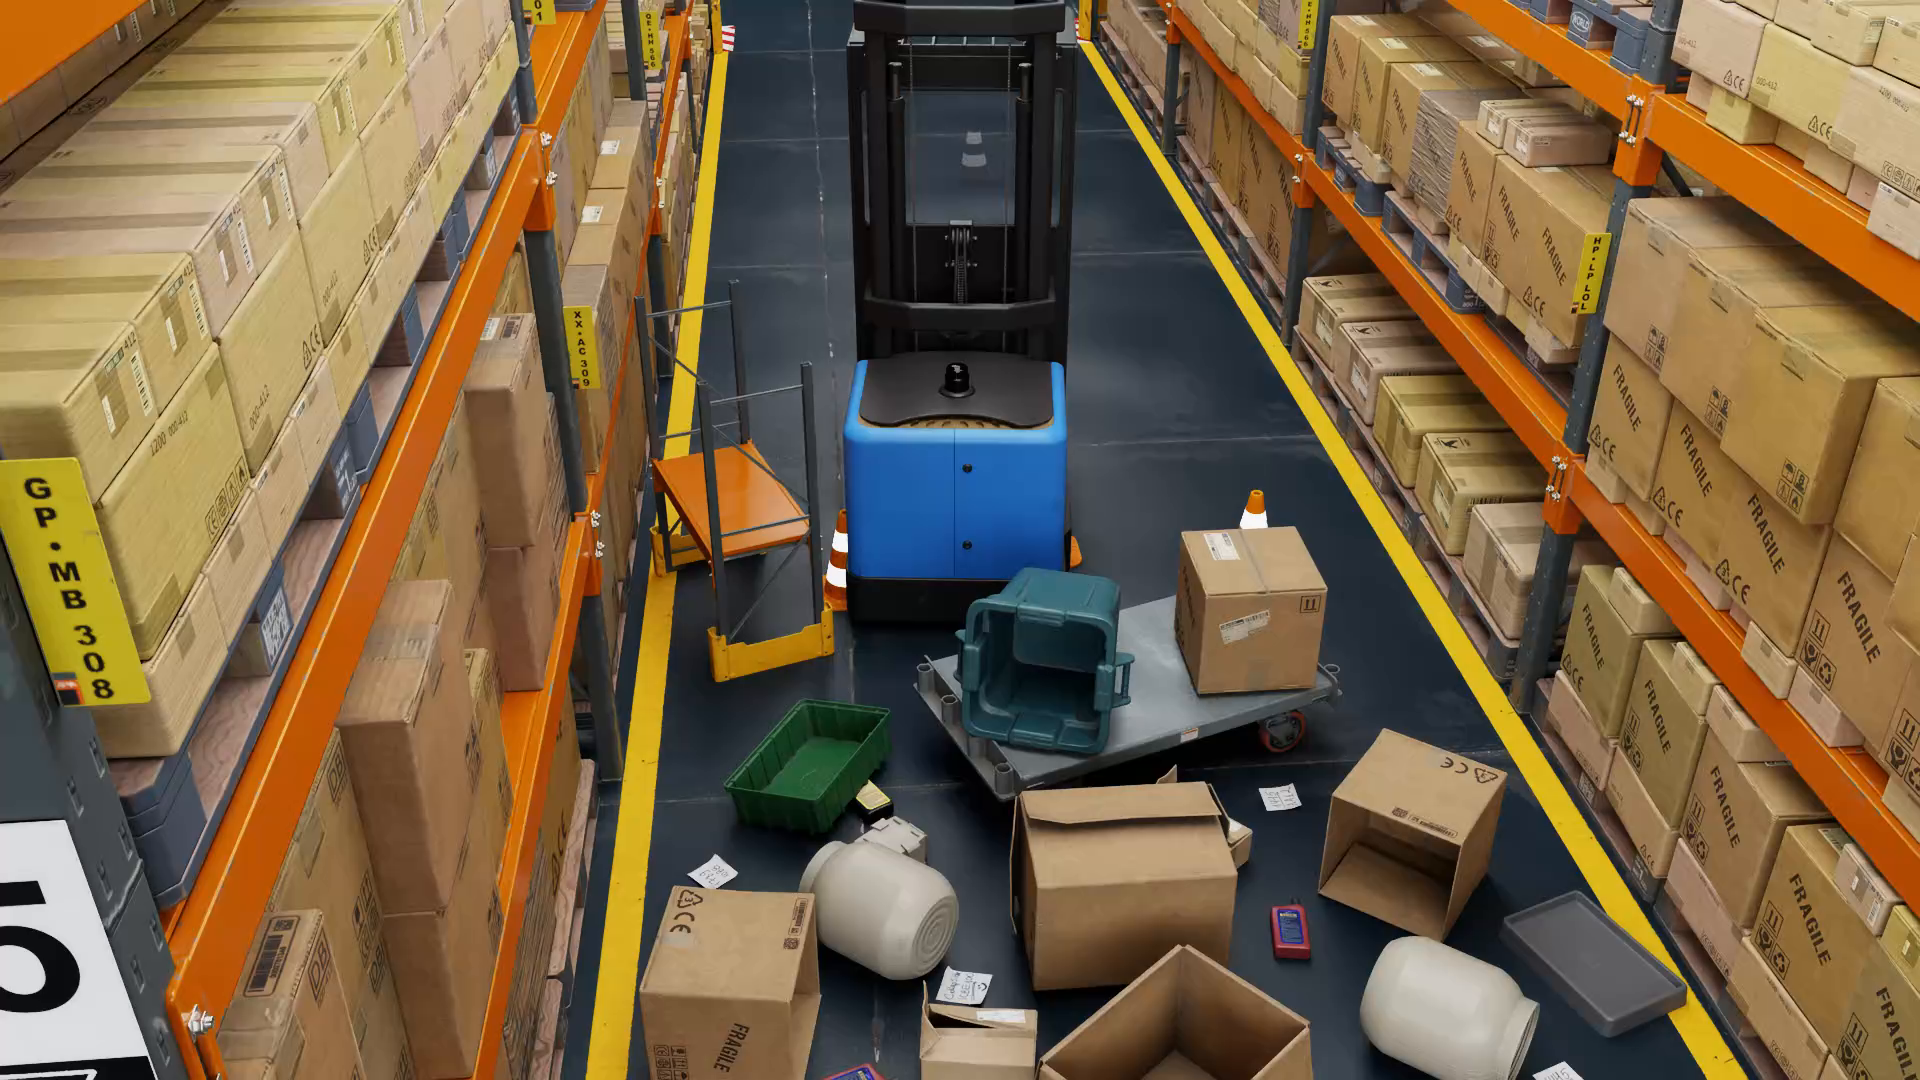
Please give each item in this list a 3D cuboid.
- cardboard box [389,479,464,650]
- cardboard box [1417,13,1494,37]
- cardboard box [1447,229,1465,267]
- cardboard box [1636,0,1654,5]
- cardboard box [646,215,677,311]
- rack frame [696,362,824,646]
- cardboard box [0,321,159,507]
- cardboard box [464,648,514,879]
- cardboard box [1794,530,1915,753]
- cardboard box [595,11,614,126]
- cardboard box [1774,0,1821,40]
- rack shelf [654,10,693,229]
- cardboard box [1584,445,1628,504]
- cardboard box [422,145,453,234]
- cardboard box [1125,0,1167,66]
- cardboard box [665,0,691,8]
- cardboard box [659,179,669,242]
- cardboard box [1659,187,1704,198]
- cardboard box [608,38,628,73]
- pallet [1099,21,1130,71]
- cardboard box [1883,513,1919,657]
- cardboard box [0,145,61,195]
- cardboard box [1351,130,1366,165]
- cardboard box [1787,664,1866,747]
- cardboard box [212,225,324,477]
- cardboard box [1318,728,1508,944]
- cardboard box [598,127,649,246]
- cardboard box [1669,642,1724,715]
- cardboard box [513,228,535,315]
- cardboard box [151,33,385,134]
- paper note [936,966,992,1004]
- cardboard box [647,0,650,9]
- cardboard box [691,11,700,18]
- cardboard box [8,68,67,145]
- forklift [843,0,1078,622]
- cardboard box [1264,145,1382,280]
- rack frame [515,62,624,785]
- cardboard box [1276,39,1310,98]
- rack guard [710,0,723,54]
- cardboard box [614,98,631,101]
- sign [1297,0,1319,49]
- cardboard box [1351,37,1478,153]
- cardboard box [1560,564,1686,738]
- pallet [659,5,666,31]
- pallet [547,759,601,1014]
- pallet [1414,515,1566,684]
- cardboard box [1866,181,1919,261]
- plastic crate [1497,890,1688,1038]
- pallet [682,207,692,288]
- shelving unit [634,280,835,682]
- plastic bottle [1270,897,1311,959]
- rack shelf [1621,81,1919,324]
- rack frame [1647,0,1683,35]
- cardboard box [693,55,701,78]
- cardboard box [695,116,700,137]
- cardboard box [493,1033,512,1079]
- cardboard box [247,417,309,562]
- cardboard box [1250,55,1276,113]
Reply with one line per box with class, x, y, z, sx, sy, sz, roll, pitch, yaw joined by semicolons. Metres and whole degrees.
cardboard box;-1.796;0.221;4.255;0.875;0.550;0.500;-3;31;-5
cardboard box;2.931;-2.731;9.601;0.500;0.500;0.500;-4;31;-6
cardboard box;2.581;-1.401;8.005;0.380;0.149;0.250;-3;31;-5
cardboard box;2.786;-2.252;6.407;0.500;0.250;0.500;-3;31;-6
cardboard box;-2.120;-1.791;10.851;0.500;0.500;0.500;-4;31;-7
rack frame;-0.864;-0.058;7.385;0.500;1.500;0.032;-13;33;-21
cardboard box;-1.274;-0.157;2.123;0.380;0.149;0.250;-2;31;-4
cardboard box;-1.731;0.682;4.537;0.875;0.550;0.500;-3;31;-5
cardboard box;2.920;0.279;4.969;0.500;0.500;0.500;-2;31;-4
cardboard box;-2.276;-2.553;9.026;0.700;0.500;0.500;-3;31;-5
cardboard box;2.759;-1.636;5.106;0.380;0.149;0.250;-4;31;-6
rack shelf;-2.494;-3.023;11.587;1.077;0.370;4.000;-3;31;-5
cardboard box;2.695;-0.273;6.527;0.380;0.149;0.250;-3;31;-5
cardboard box;-1.461;-0.850;4.062;0.380;0.149;0.250;-3;31;-5
cardboard box;2.119;-4.965;16.226;0.875;0.438;0.875;-2;31;-3
cardboard box;-2.382;-4.405;13.445;0.380;0.149;0.250;-2;31;-3
cardboard box;-2.131;-2.103;10.643;0.500;0.250;0.500;-4;31;-7
cardboard box;3.227;-1.161;6.972;0.500;0.500;0.500;-2;31;-3
cardboard box;-2.158;-2.886;9.911;0.380;0.149;0.250;-3;31;-5
pallet;2.017;-5.082;17.052;1.003;0.211;1.213;-3;31;-5
cardboard box;2.904;0.121;4.260;0.700;0.500;0.500;-3;31;-5
cardboard box;-1.976;-0.549;3.167;0.500;0.250;0.500;-3;31;-5
cardboard box;2.429;-2.209;9.359;0.380;0.149;0.250;-5;31;-8
cardboard box;2.857;0.508;5.220;0.380;0.149;0.250;-3;31;-5
cardboard box;-1.398;-0.318;2.782;0.500;0.250;0.500;-3;31;-5
cardboard box;1.730;1.127;6.373;0.500;0.500;0.500;20;36;29
cardboard box;-1.953;-1.882;8.878;0.500;0.500;0.500;-3;31;-5
cardboard box;2.773;0.486;5.919;0.380;0.149;0.250;-2;31;-3
cardboard box;-1.986;-0.994;6.416;0.700;0.500;0.500;-3;31;-5
cardboard box;-1.416;-0.937;3.429;0.380;0.149;0.250;-2;31;-4
paper note;0.015;1.615;6.023;0.172;0.023;0.155;8;32;13
cardboard box;-2.302;-3.682;11.245;0.380;0.149;0.250;-3;31;-5
cardboard box;-2.675;-4.956;15.913;0.380;0.149;0.250;-4;31;-7
cardboard box;-2.072;-0.906;3.377;0.380;0.149;0.250;-3;31;-4
forklift;0.018;-1.579;8.535;1.130;2.935;3.031;1;31;1
cardboard box;2.630;-2.224;11.211;0.875;0.875;0.875;-3;31;-5
rack frame;-1.934;-0.268;6.274;1.000;3.000;0.127;-3;31;-5
cardboard box;2.313;-2.985;10.480;0.500;0.250;0.500;-3;31;-5
rack guard;-3.048;-5.283;17.107;1.175;0.500;0.348;-3;31;-5
cardboard box;-2.148;-2.621;10.048;0.380;0.149;0.250;-3;31;-5
sign;2.059;-3.068;9.832;0.100;0.325;0.005;-3;31;-5
cardboard box;2.479;-2.444;9.119;0.500;0.500;0.500;-1;31;-2
cardboard box;2.771;0.435;6.637;0.500;0.500;0.500;-1;31;-2
pallet;-2.755;-3.873;12.496;1.003;0.211;1.213;-3;31;-5
pallet;-1.941;1.321;6.333;1.003;0.211;1.213;-3;31;-5
pallet;2.911;0.243;8.138;1.003;0.211;1.213;-3;31;-5
cardboard box;2.803;-0.904;4.658;0.380;0.149;0.250;-3;31;-6
plastic crate;2.315;1.537;6.098;0.402;0.080;0.583;-14;33;-22
pallet;-2.490;-2.134;12.117;1.003;0.211;1.213;-3;31;-5
shelving unit;-1.076;-0.300;7.790;0.587;1.500;1.083;-13;33;-21
plastic bottle;1.238;1.453;6.257;0.133;0.061;0.283;2;31;4
rack shelf;3.172;-0.515;4.463;1.077;0.370;4.000;-3;31;-5
rack frame;2.985;-3.133;5.219;1.000;3.000;0.127;-3;31;-5
cardboard box;-2.553;-4.296;15.098;0.380;0.149;0.250;-3;31;-5
cardboard box;-2.395;-3.510;14.072;0.380;0.149;0.250;-4;31;-7
cardboard box;-1.774;1.714;4.618;0.875;0.875;0.875;-3;31;-5
cardboard box;-1.320;-0.078;2.768;0.380;0.149;0.250;-3;31;-4
cardboard box;2.242;-3.041;11.062;0.500;0.250;0.500;-2;31;-4
